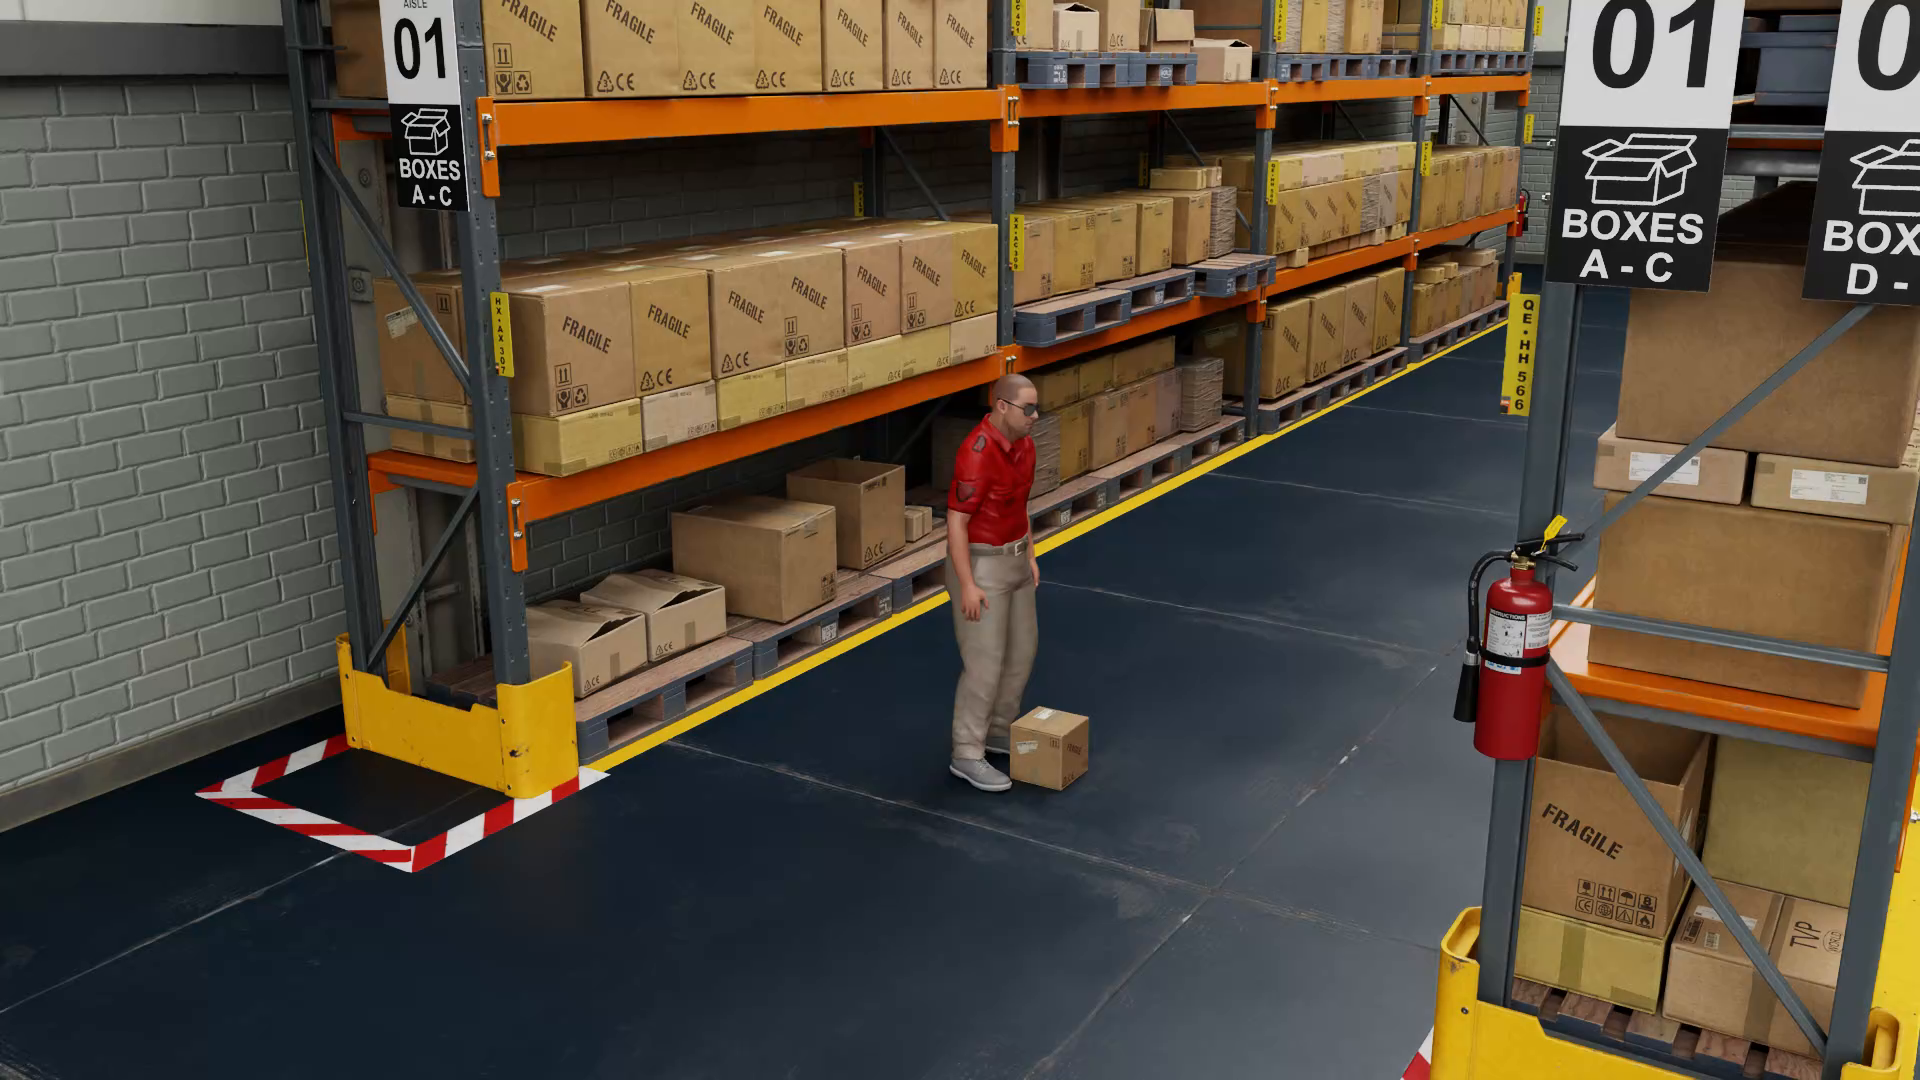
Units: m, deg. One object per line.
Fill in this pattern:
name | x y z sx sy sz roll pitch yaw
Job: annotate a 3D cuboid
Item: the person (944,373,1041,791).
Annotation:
person | 0.160 0.147 7.046 0.396 1.726 0.585 10 19 30
